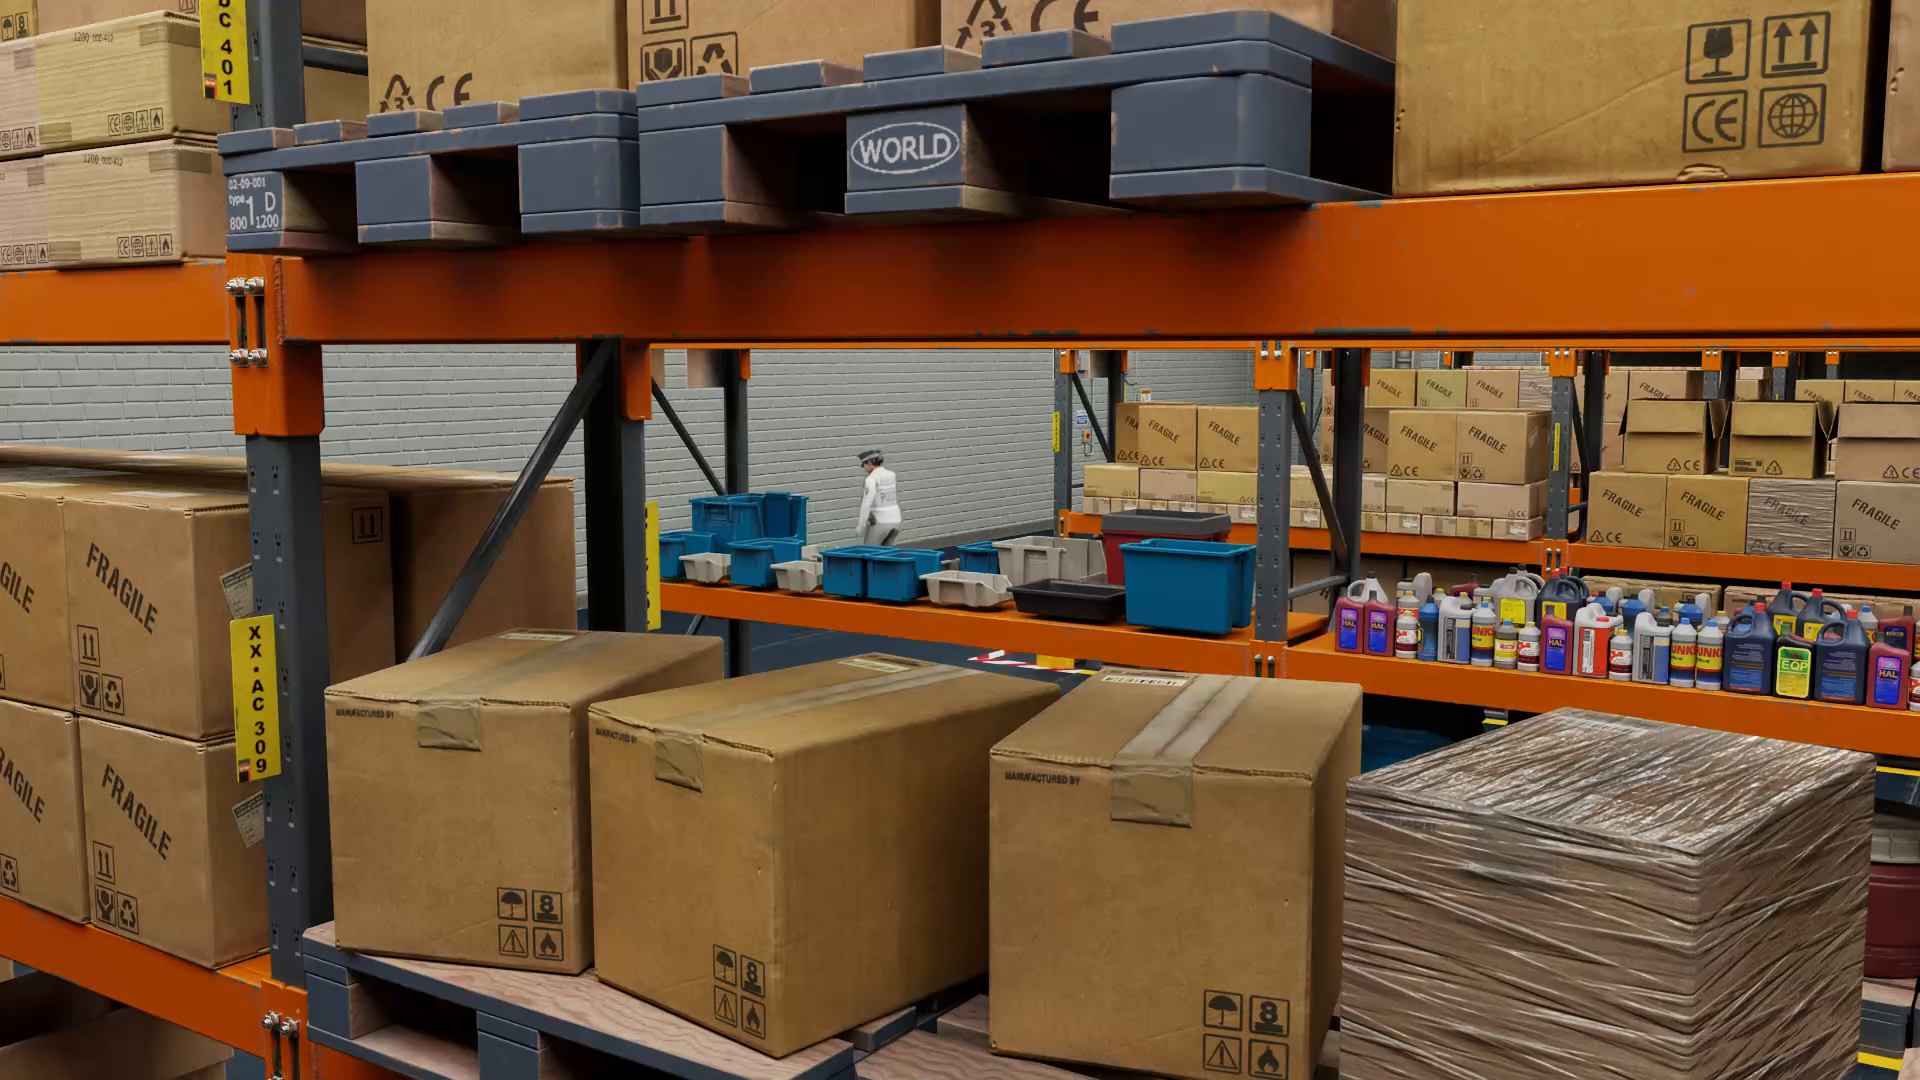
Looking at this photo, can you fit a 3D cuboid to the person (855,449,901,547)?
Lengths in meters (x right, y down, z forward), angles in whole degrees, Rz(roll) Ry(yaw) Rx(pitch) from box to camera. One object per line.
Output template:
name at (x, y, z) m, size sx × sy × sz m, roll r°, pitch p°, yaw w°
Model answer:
person at (-0.869, -0.145, 17.520) m, size 0.447 × 1.626 × 0.500 m, roll 5°, pitch 8°, yaw 35°
